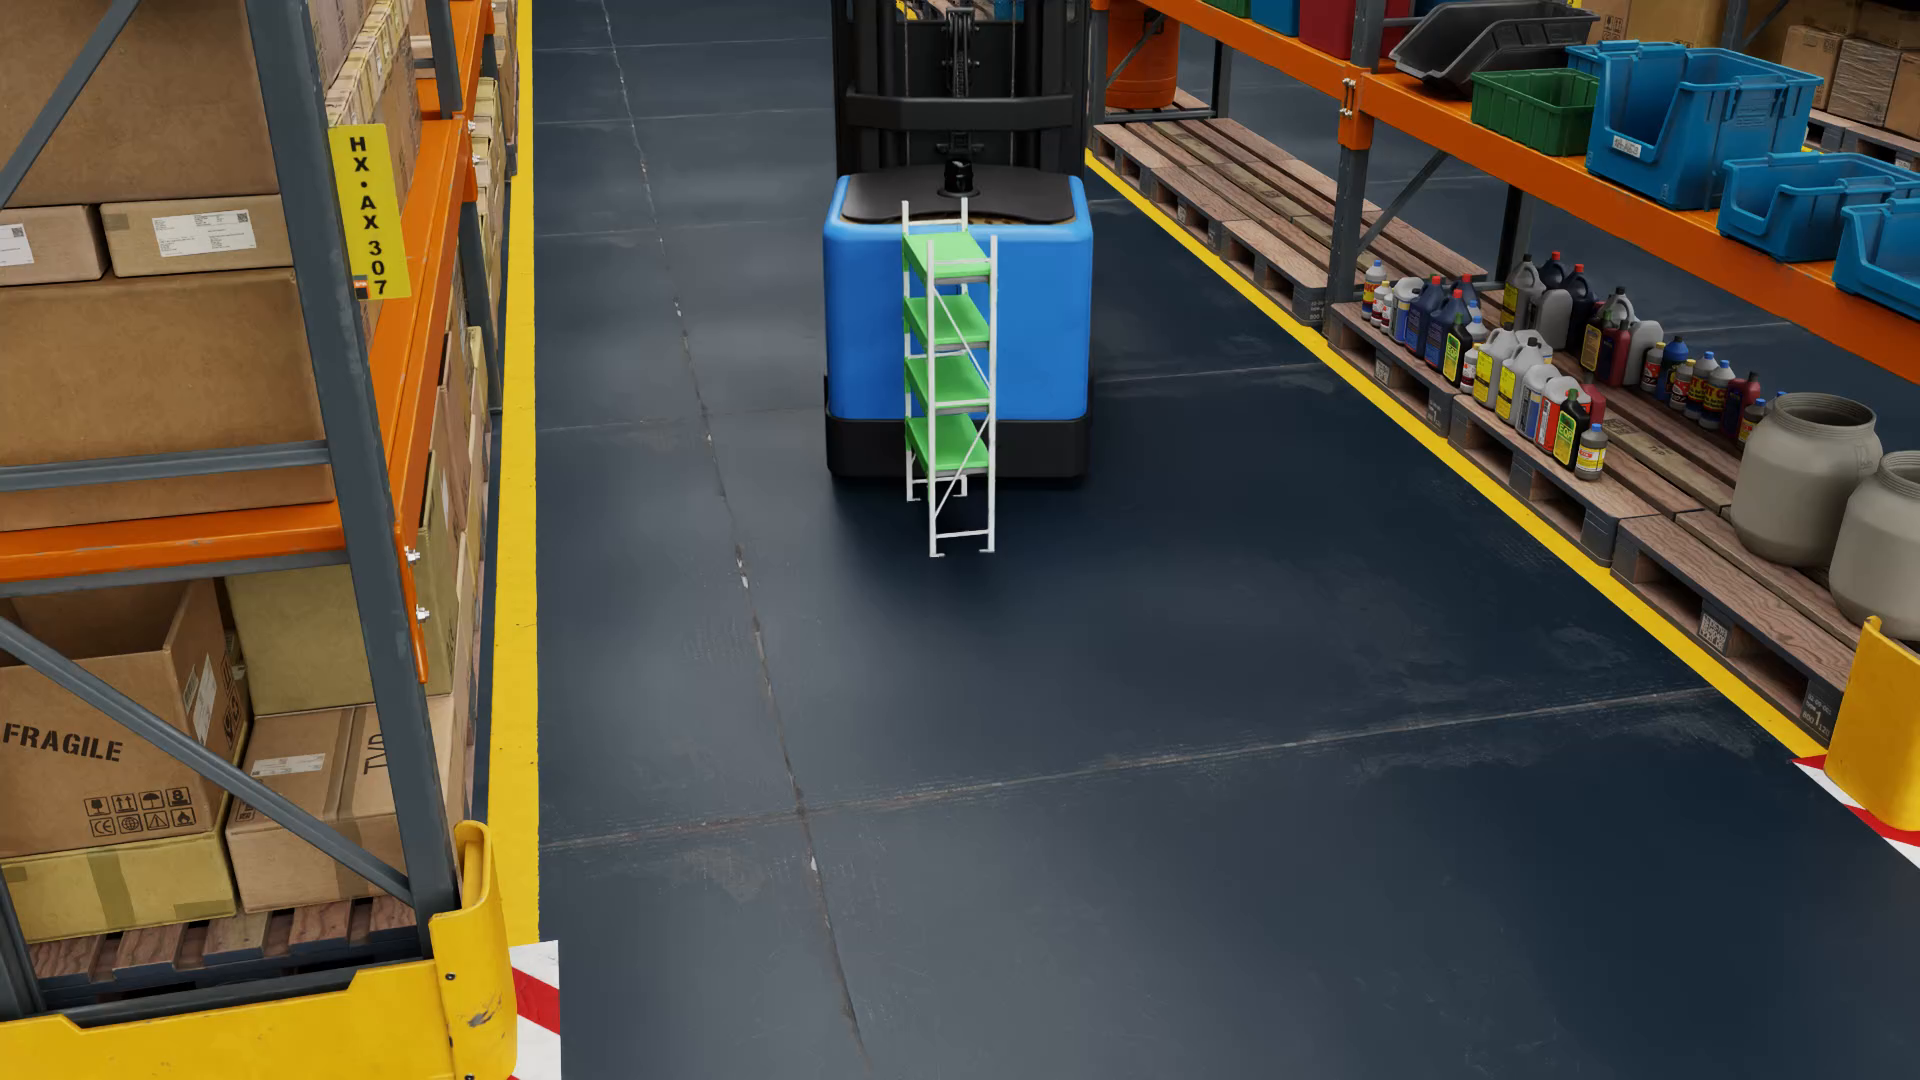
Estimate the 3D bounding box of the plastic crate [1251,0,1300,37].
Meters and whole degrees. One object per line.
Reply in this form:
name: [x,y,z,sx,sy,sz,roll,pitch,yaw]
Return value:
plastic crate: [1.746,-2.828,8.542,0.392,0.384,0.575,-6,27,-12]

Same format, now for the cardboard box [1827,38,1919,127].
cardboard box: [6.530,-3.188,11.523,0.700,0.500,0.500,-8,28,-16]

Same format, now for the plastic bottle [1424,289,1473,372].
plastic bottle: [2.118,-0.917,7.190,0.144,0.351,0.185,-7,28,-14]

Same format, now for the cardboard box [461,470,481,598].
cardboard box: [-1.868,-0.002,5.510,0.500,0.250,0.500,-6,27,-12]

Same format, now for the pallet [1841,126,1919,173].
pallet: [6.668,-2.519,11.006,1.003,0.211,1.213,-6,27,-12]

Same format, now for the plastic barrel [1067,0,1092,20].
plastic barrel: [1.015,-3.958,12.974,0.600,0.588,0.708,-6,27,-12]

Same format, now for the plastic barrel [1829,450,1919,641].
plastic barrel: [2.976,0.015,5.185,0.421,0.512,0.421,0,27,0]

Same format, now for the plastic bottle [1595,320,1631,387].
plastic bottle: [2.769,-0.804,7.040,0.061,0.283,0.133,-6,27,-12]

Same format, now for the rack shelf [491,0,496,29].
rack shelf: [-3.881,-4.194,12.029,1.077,0.370,4.000,-6,27,-12]

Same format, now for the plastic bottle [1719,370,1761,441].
plastic bottle: [3.061,-0.539,6.516,0.061,0.283,0.133,-5,27,-11]

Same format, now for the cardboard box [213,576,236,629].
cardboard box: [-2.278,-0.063,4.799,0.500,0.500,0.500,-6,27,-12]

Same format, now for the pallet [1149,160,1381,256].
pallet: [1.805,-2.015,10.008,1.003,0.211,1.213,-6,27,-12]

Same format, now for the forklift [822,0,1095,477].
forklift: [0.006,-2.176,7.309,1.130,2.935,3.031,0,27,1]

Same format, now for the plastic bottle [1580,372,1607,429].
plastic bottle: [2.432,-0.497,6.431,0.061,0.283,0.133,-6,27,-12]

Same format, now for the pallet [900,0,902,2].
pallet: [-0.259,-6.040,17.982,1.003,0.211,1.213,-6,27,-12]

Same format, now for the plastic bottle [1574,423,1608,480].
plastic bottle: [2.358,-0.336,6.203,0.097,0.201,0.097,0,27,0]

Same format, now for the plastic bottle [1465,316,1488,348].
plastic bottle: [2.188,-0.821,7.087,0.097,0.271,0.097,0,27,0]

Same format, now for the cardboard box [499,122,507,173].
cardboard box: [-3.074,-2.391,10.244,0.500,0.250,0.500,-5,27,-10]

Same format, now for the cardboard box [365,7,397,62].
cardboard box: [-1.974,-1.560,5.181,0.380,0.149,0.250,-5,27,-10]

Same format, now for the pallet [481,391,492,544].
pallet: [-2.391,-0.283,6.576,1.003,0.211,1.213,-6,27,-12]

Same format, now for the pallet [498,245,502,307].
pallet: [-3.012,-1.493,8.973,1.003,0.211,1.213,-6,27,-12]

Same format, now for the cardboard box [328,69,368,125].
cardboard box: [-1.740,-1.107,4.283,0.380,0.149,0.250,-7,28,-13]

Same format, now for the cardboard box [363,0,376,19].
cardboard box: [-2.196,-1.869,5.074,0.700,0.500,0.500,-6,27,-12]

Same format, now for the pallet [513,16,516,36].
pallet: [-4.486,-4.450,14.832,1.003,0.211,1.213,-6,27,-12]

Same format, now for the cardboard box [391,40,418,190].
cardboard box: [-2.298,-1.501,5.784,0.700,0.500,0.500,-6,27,-12]

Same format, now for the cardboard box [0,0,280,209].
cardboard box: [-1.732,-0.979,3.309,0.700,0.500,0.500,-6,27,-11]

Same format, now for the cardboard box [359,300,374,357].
cardboard box: [-1.843,-0.606,4.011,0.700,0.500,0.500,-5,27,-10]

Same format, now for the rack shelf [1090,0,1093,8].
rack shelf: [0.946,-4.695,13.022,1.077,0.370,4.000,-6,27,-12]

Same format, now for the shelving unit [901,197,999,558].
shelving unit: [-0.042,-0.591,6.090,0.258,1.200,0.503,-5,27,-10]

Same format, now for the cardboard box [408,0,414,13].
cardboard box: [-2.205,-2.009,6.071,0.380,0.149,0.250,-7,28,-13]

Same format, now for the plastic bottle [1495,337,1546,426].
plastic bottle: [2.256,-0.649,6.658,0.144,0.351,0.185,-5,27,-9]

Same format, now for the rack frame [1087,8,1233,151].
rack frame: [1.396,-4.139,11.121,1.000,3.000,0.127,-6,27,-12]

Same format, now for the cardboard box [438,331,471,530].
cardboard box: [-1.867,-0.337,5.342,0.500,0.500,0.500,-6,27,-12]

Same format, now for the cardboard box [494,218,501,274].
cardboard box: [-2.612,-1.495,8.469,0.500,0.250,0.500,-7,28,-13]

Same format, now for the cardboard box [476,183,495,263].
cardboard box: [-2.487,-1.519,7.893,0.500,0.311,0.500,-6,27,-12]

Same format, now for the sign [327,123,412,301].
sign: [-1.086,-0.601,3.063,0.100,0.325,0.005,-6,27,-12]

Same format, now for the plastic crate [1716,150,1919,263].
plastic crate: [2.654,-1.035,5.137,0.499,0.251,0.408,-6,27,-12]

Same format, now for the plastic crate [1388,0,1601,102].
plastic crate: [2.292,-2.112,7.175,0.767,0.338,0.504,-6,27,-12]

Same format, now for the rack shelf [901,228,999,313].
rack shelf: [-0.042,-0.963,5.902,0.258,0.148,0.480,-5,27,-10]

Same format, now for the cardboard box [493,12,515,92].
cardboard box: [-3.609,-3.625,12.389,0.500,0.500,0.500,-7,28,-13]

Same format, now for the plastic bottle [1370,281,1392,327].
plastic bottle: [1.965,-1.101,7.719,0.097,0.201,0.097,0,27,0]

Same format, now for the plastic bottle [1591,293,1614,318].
plastic bottle: [2.844,-0.961,7.352,0.061,0.283,0.133,-4,27,-8]

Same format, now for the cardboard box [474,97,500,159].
cardboard box: [-2.949,-2.415,9.669,0.500,0.311,0.500,-6,27,-12]

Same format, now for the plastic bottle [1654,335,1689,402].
plastic bottle: [2.949,-0.716,6.879,0.097,0.271,0.097,0,27,0]

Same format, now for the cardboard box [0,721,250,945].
cardboard box: [-2.036,0.709,4.101,0.500,0.250,0.500,-6,27,-12]

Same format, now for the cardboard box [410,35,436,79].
cardboard box: [-2.530,-2.179,7.517,0.380,0.149,0.250,-6,27,-12]
